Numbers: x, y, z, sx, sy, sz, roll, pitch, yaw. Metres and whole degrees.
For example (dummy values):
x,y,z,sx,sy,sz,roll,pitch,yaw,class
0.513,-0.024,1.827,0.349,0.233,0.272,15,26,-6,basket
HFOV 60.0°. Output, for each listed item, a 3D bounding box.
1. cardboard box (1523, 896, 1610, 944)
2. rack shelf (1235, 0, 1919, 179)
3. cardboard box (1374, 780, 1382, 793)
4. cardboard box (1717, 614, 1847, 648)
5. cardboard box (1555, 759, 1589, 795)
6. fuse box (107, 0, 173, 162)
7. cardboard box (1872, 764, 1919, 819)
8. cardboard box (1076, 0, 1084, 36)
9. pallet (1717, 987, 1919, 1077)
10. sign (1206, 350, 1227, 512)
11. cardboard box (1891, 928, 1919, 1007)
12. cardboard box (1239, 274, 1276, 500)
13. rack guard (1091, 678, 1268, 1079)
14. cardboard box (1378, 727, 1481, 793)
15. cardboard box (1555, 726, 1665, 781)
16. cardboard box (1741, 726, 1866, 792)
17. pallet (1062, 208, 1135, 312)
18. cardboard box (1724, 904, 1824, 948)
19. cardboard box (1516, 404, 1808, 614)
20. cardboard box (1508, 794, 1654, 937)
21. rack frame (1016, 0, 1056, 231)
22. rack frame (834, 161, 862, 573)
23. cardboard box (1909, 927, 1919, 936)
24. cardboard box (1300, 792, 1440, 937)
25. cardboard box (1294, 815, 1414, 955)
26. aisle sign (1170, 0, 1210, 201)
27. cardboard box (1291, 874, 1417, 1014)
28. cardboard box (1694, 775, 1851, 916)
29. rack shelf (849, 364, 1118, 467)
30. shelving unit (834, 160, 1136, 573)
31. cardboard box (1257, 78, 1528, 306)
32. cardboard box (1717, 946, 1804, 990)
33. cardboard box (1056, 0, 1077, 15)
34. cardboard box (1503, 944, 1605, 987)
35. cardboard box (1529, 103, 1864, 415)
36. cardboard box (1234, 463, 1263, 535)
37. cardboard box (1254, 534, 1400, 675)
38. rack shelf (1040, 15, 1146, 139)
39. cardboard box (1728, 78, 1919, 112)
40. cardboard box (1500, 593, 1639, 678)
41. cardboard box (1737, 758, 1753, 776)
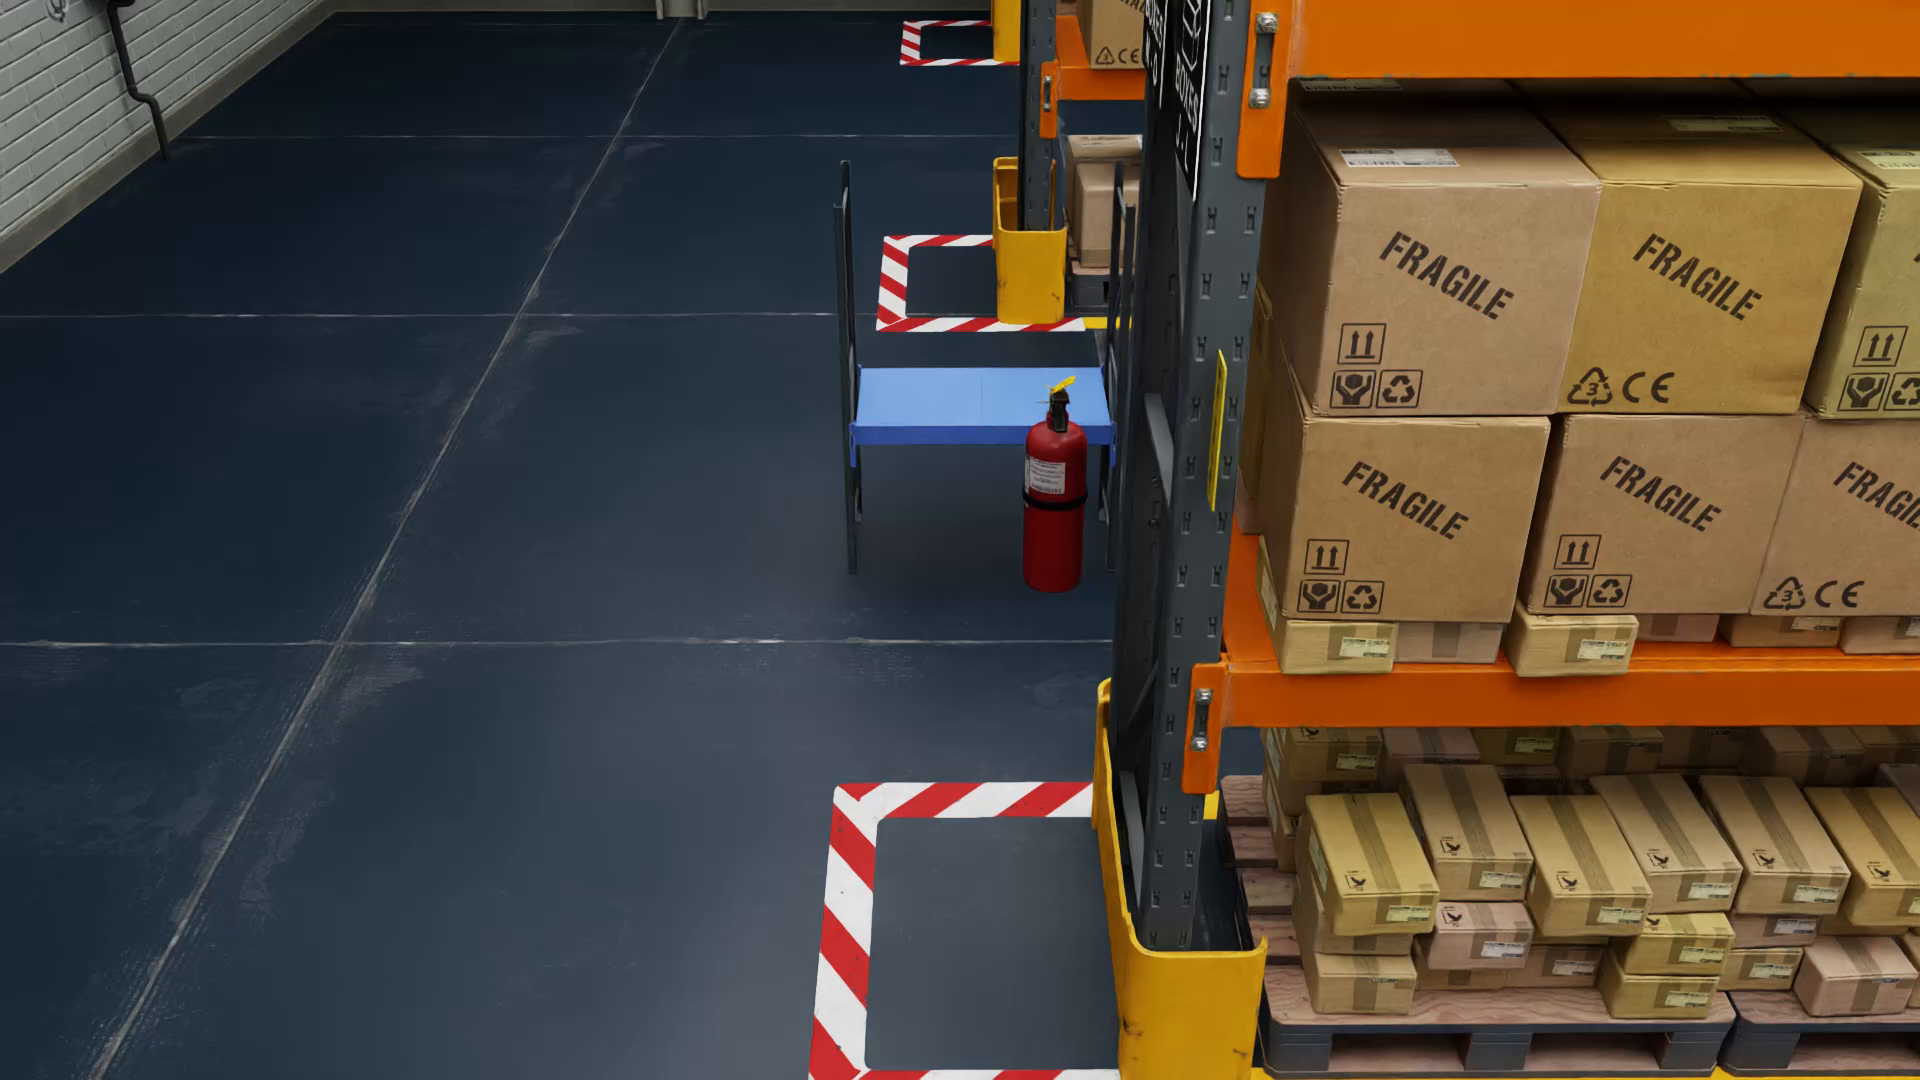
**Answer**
x,y,z,sx,sy,sz,roll,pitch,yaw,class
1.562,0.893,4.443,0.250,0.149,0.380,0,31,0,cardboard box
2.518,-1.114,3.496,4.000,0.370,1.077,0,31,0,rack shelf
1.306,0.657,4.832,0.250,0.149,0.380,-1,31,-1,cardboard box
1.897,0.089,3.955,0.250,0.149,0.380,0,31,-1,cardboard box
1.833,0.680,4.794,0.250,0.149,0.380,-1,31,-1,cardboard box
-5.118,-3.209,10.390,0.414,1.711,0.539,0,31,0,fuse box
2.611,0.762,4.372,0.250,0.149,0.380,0,31,0,cardboard box
0.868,-2.881,8.511,0.500,0.500,0.500,0,31,0,cardboard box
2.624,1.073,4.778,1.213,0.211,1.003,0,31,0,pallet
0.521,-0.221,3.388,0.005,0.325,0.100,0,31,0,sign
2.591,1.059,4.456,0.250,0.149,0.380,0,31,0,cardboard box
0.966,-0.437,4.196,0.500,0.500,0.500,0,31,1,cardboard box
0.594,0.936,4.725,0.348,0.500,1.175,0,31,0,rack guard
1.298,0.548,4.725,0.250,0.149,0.380,0,31,1,cardboard box
1.815,0.514,4.782,0.250,0.149,0.380,-1,31,-2,cardboard box
2.348,0.541,4.737,0.250,0.149,0.380,-1,31,-2,cardboard box
1.186,-1.551,9.102,1.213,0.211,1.003,0,31,0,pallet
2.084,0.898,4.435,0.250,0.149,0.380,-2,31,-3,cardboard box
1.504,-0.175,3.764,0.500,0.500,0.500,0,31,0,cardboard box
1.572,0.829,4.261,0.250,0.149,0.380,0,31,0,cardboard box
0.387,-2.700,8.308,0.127,3.000,1.000,0,31,0,rack frame
-0.423,-0.640,6.359,0.032,1.500,0.500,0,31,0,rack frame
2.625,0.880,4.464,0.250,0.149,0.380,1,31,2,cardboard box
1.044,0.827,4.265,0.250,0.149,0.380,-2,31,-3,cardboard box
1.044,0.911,4.413,0.250,0.149,0.380,1,31,2,cardboard box
0.447,-1.088,3.146,0.004,0.787,0.394,0,31,0,aisle sign
1.044,1.071,4.436,0.250,0.149,0.380,0,31,1,cardboard box
2.097,0.790,4.327,0.250,0.149,0.380,1,31,2,cardboard box
0.085,-0.488,6.455,1.000,0.185,0.538,0,31,0,rack shelf
0.085,-0.641,6.361,1.048,1.500,0.538,0,31,0,shelving unit
0.974,-0.860,3.929,0.500,0.500,0.500,-1,31,-1,cardboard box
2.064,1.029,4.505,0.250,0.149,0.380,0,31,0,cardboard box
0.966,-4.340,13.012,0.637,0.503,0.797,-1,31,-2,cardboard box
1.553,1.024,4.515,0.250,0.149,0.380,0,31,0,cardboard box
1.473,-0.599,3.498,0.500,0.500,0.500,1,31,1,cardboard box
0.842,-0.173,4.385,0.250,0.149,0.380,0,31,0,cardboard box
0.844,0.144,3.863,0.250,0.149,0.380,0,31,-1,cardboard box
2.387,-2.399,8.505,4.000,0.370,1.077,0,31,0,rack shelf
2.001,-0.868,3.942,0.500,0.500,0.500,1,31,2,cardboard box
1.368,0.149,3.856,0.250,0.149,0.380,-1,31,-2,cardboard box
2.338,0.628,4.880,0.250,0.149,0.380,1,31,2,cardboard box
